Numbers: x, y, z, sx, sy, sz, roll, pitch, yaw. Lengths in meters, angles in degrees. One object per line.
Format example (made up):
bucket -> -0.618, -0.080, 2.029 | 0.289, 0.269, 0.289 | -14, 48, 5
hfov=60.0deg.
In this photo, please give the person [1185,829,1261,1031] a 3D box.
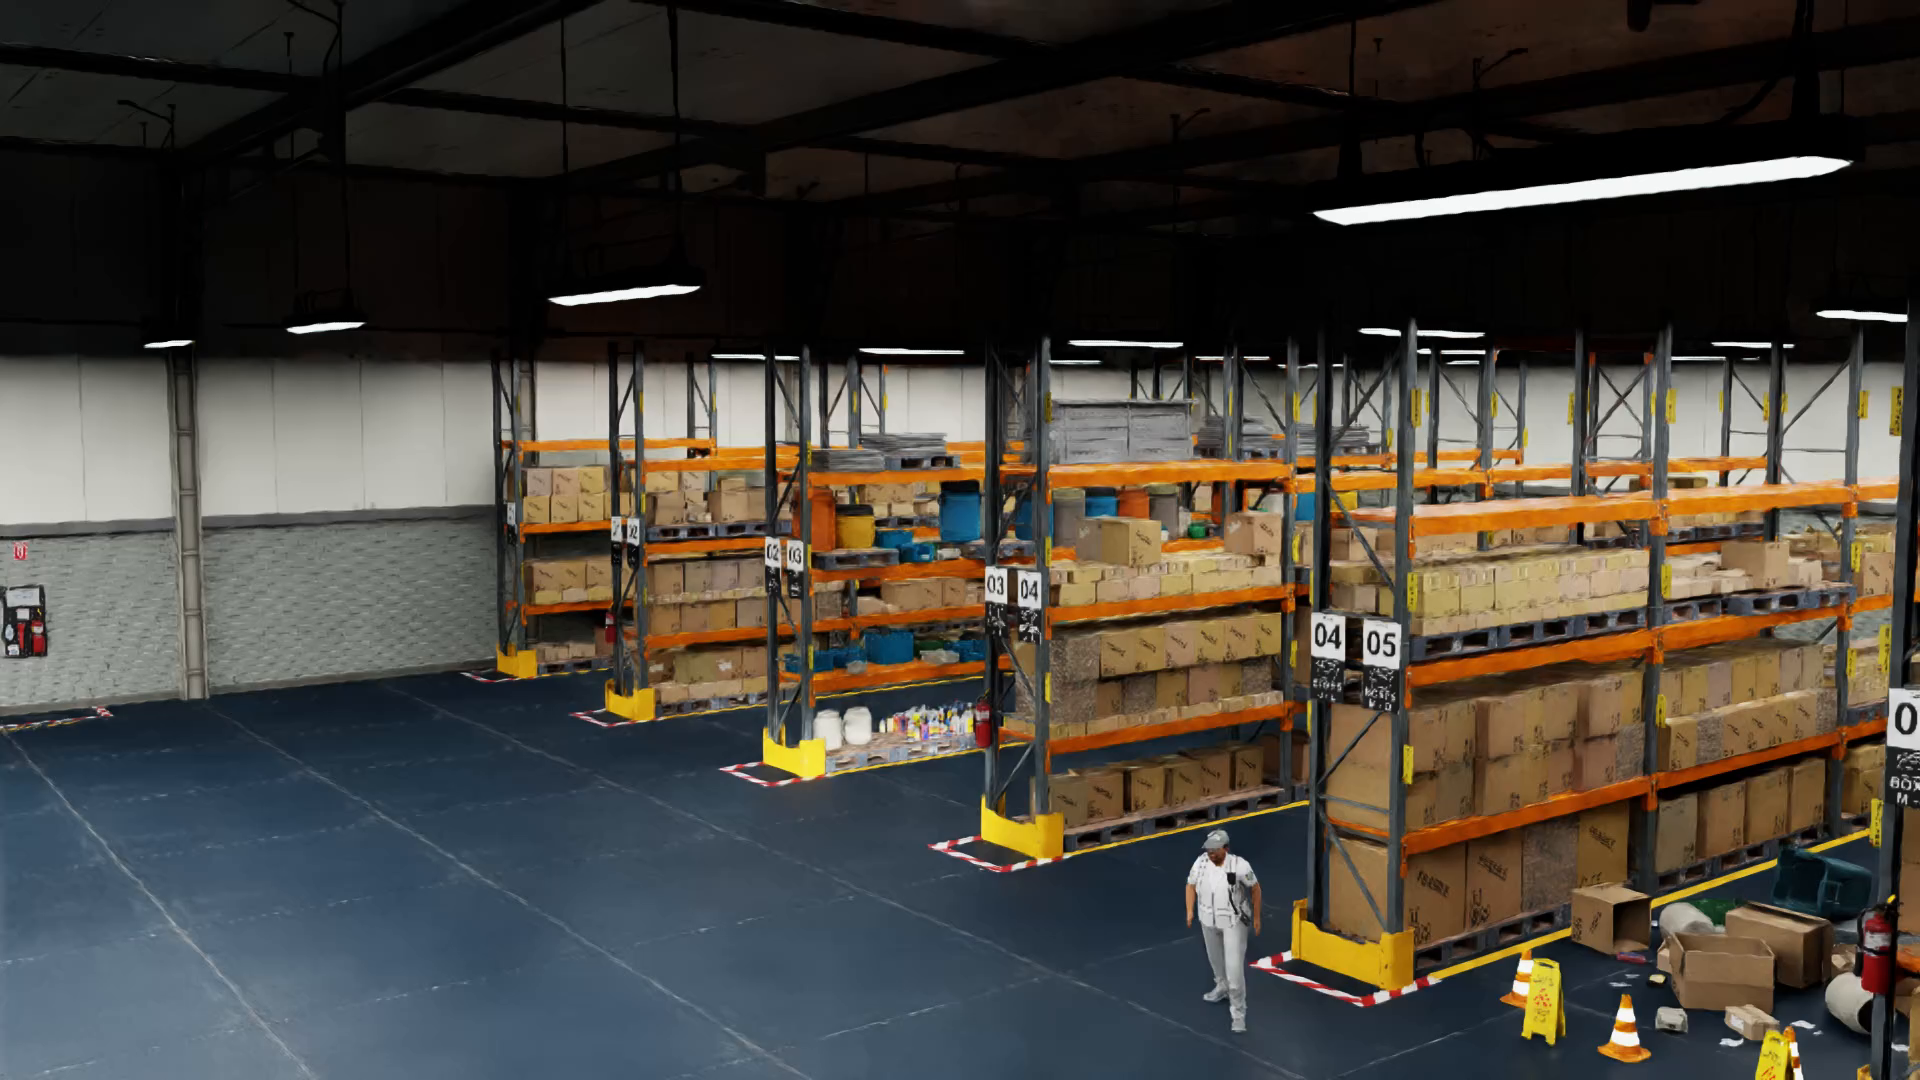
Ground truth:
person -> 2.219, 3.151, 13.787 | 0.647, 1.593, 0.821 | 4, 6, 35
